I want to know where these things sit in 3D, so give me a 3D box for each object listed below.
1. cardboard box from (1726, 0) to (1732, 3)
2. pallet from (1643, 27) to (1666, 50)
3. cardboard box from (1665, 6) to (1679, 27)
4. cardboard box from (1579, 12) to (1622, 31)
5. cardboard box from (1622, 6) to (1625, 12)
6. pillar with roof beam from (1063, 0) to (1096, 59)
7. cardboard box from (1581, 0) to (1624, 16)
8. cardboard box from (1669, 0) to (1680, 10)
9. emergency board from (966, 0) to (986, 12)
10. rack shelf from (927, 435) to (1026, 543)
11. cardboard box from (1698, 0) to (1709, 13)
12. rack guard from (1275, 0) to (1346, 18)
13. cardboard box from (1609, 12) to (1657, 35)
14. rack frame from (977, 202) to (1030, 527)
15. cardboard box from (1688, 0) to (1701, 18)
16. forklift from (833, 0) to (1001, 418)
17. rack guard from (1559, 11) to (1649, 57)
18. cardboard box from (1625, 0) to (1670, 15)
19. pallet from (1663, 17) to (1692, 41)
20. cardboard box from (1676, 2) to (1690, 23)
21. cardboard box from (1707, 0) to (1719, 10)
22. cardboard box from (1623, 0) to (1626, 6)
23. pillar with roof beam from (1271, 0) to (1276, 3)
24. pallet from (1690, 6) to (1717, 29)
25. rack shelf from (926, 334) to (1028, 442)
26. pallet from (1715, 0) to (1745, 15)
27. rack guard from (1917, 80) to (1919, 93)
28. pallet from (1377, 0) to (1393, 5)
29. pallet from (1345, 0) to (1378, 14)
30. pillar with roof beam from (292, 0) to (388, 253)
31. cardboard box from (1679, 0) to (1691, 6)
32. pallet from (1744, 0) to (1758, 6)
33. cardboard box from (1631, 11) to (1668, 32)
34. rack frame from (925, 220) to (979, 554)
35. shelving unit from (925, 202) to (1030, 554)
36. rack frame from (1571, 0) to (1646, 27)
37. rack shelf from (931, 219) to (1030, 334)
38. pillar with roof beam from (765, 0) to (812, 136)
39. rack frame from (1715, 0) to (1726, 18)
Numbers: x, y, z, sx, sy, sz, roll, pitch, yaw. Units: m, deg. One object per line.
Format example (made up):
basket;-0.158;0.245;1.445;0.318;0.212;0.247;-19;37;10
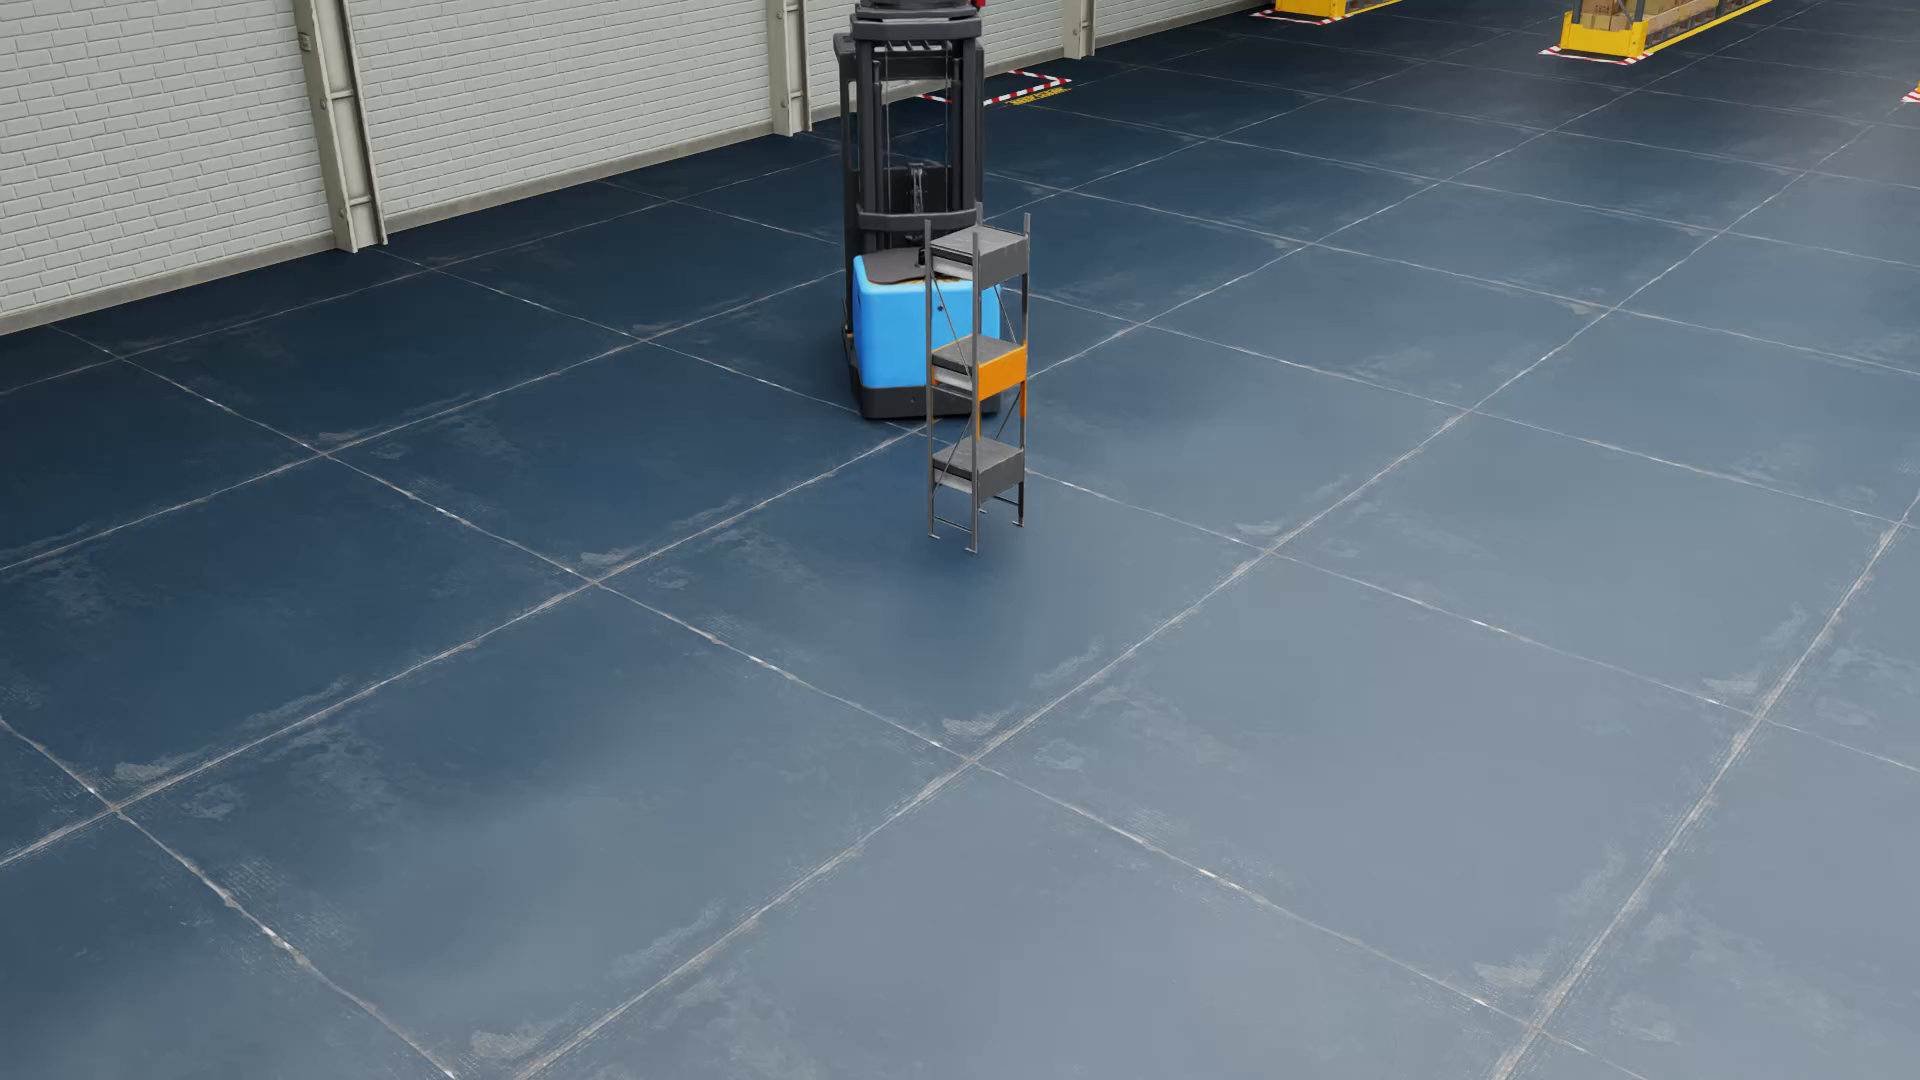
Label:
cardboard box;12.605;-9.121;27.653;0.500;0.250;0.500;20;33;33
pallet;10.067;-7.712;25.428;1.003;0.211;1.213;21;34;34
cardboard box;10.759;-8.113;25.704;0.500;0.250;0.500;21;34;34
cardboard box;9.726;-7.909;25.309;0.500;0.250;0.500;21;34;34
cardboard box;10.035;-8.090;25.659;0.500;0.250;0.500;21;34;34
pillar with roof beam;5.071;-9.894;20.081;9.100;9.000;0.400;21;34;34
cardboard box;9.724;-8.243;25.138;0.500;0.500;0.500;21;34;34
cardboard box;10.750;-8.450;25.538;0.500;0.500;0.500;21;34;34
emergency board;0.148;-7.622;22.220;0.194;1.169;0.643;21;34;34
rack shelf;0.105;-0.357;10.709;0.431;0.518;0.480;21;34;34
cardboard box;11.705;-8.648;26.738;0.500;0.250;0.500;21;34;34
rack guard;5.836;-9.030;27.662;1.175;0.500;0.348;21;34;34
cardboard box;10.126;-7.758;25.017;0.500;0.250;0.500;21;34;34
rack frame;0.261;-1.078;10.548;0.400;2.100;0.015;21;34;34
cardboard box;11.398;-8.466;26.387;0.500;0.250;0.500;21;34;34
forklift;-0.394;-2.856;13.081;1.130;2.935;3.031;-3;28;-7
rack guard;9.598;-7.548;24.797;1.175;0.500;0.348;21;34;34
cardboard box;10.442;-8.269;25.188;0.500;0.500;0.500;21;34;34
pallet;10.843;-8.143;26.260;1.003;0.211;1.213;21;34;34
cardboard box;11.081;-8.289;26.044;0.500;0.250;0.500;21;34;34
cardboard box;12.031;-8.822;27.075;0.500;0.250;0.500;21;34;34
cardboard box;10.349;-8.601;25.832;0.500;0.500;0.500;21;34;34
pillar with roof beam;8.888;-12.021;24.193;9.100;9.000;0.400;21;34;34
pallet;11.619;-8.577;27.100;1.003;0.211;1.213;21;34;34
rack shelf;0.105;-0.979;10.387;0.431;0.518;0.480;21;34;34
pallet;12.596;-9.120;28.149;1.003;0.211;1.213;21;34;34
rack guard;13.445;-6.149;22.092;1.175;0.500;0.348;21;34;34
pallet;7.157;-9.610;29.097;1.003;0.211;1.213;21;34;34
pallet;6.380;-9.180;28.265;1.003;0.211;1.213;21;34;34
pillar with roof beam;-2.562;-5.639;11.857;9.100;9.000;0.400;21;34;34
cardboard box;11.082;-8.622;25.871;0.500;0.500;0.500;21;34;34
pallet;13.371;-9.554;28.988;1.003;0.211;1.213;21;34;34
cardboard box;10.441;-7.936;25.361;0.500;0.250;0.500;21;34;34
rack frame;-0.050;-0.905;10.214;0.400;2.100;0.015;21;34;34
shelving unit;0.105;-0.991;10.381;0.431;2.100;0.503;21;34;34
rack frame;9.613;-8.667;24.239;1.000;3.000;0.127;21;34;34
rack shelf;0.105;-1.601;10.066;0.431;0.518;0.480;21;34;34
pillar with roof beam;1.255;-7.766;15.969;9.100;9.000;0.400;21;34;34
rack frame;12.157;-10.085;26.981;1.000;3.000;0.127;21;34;34
